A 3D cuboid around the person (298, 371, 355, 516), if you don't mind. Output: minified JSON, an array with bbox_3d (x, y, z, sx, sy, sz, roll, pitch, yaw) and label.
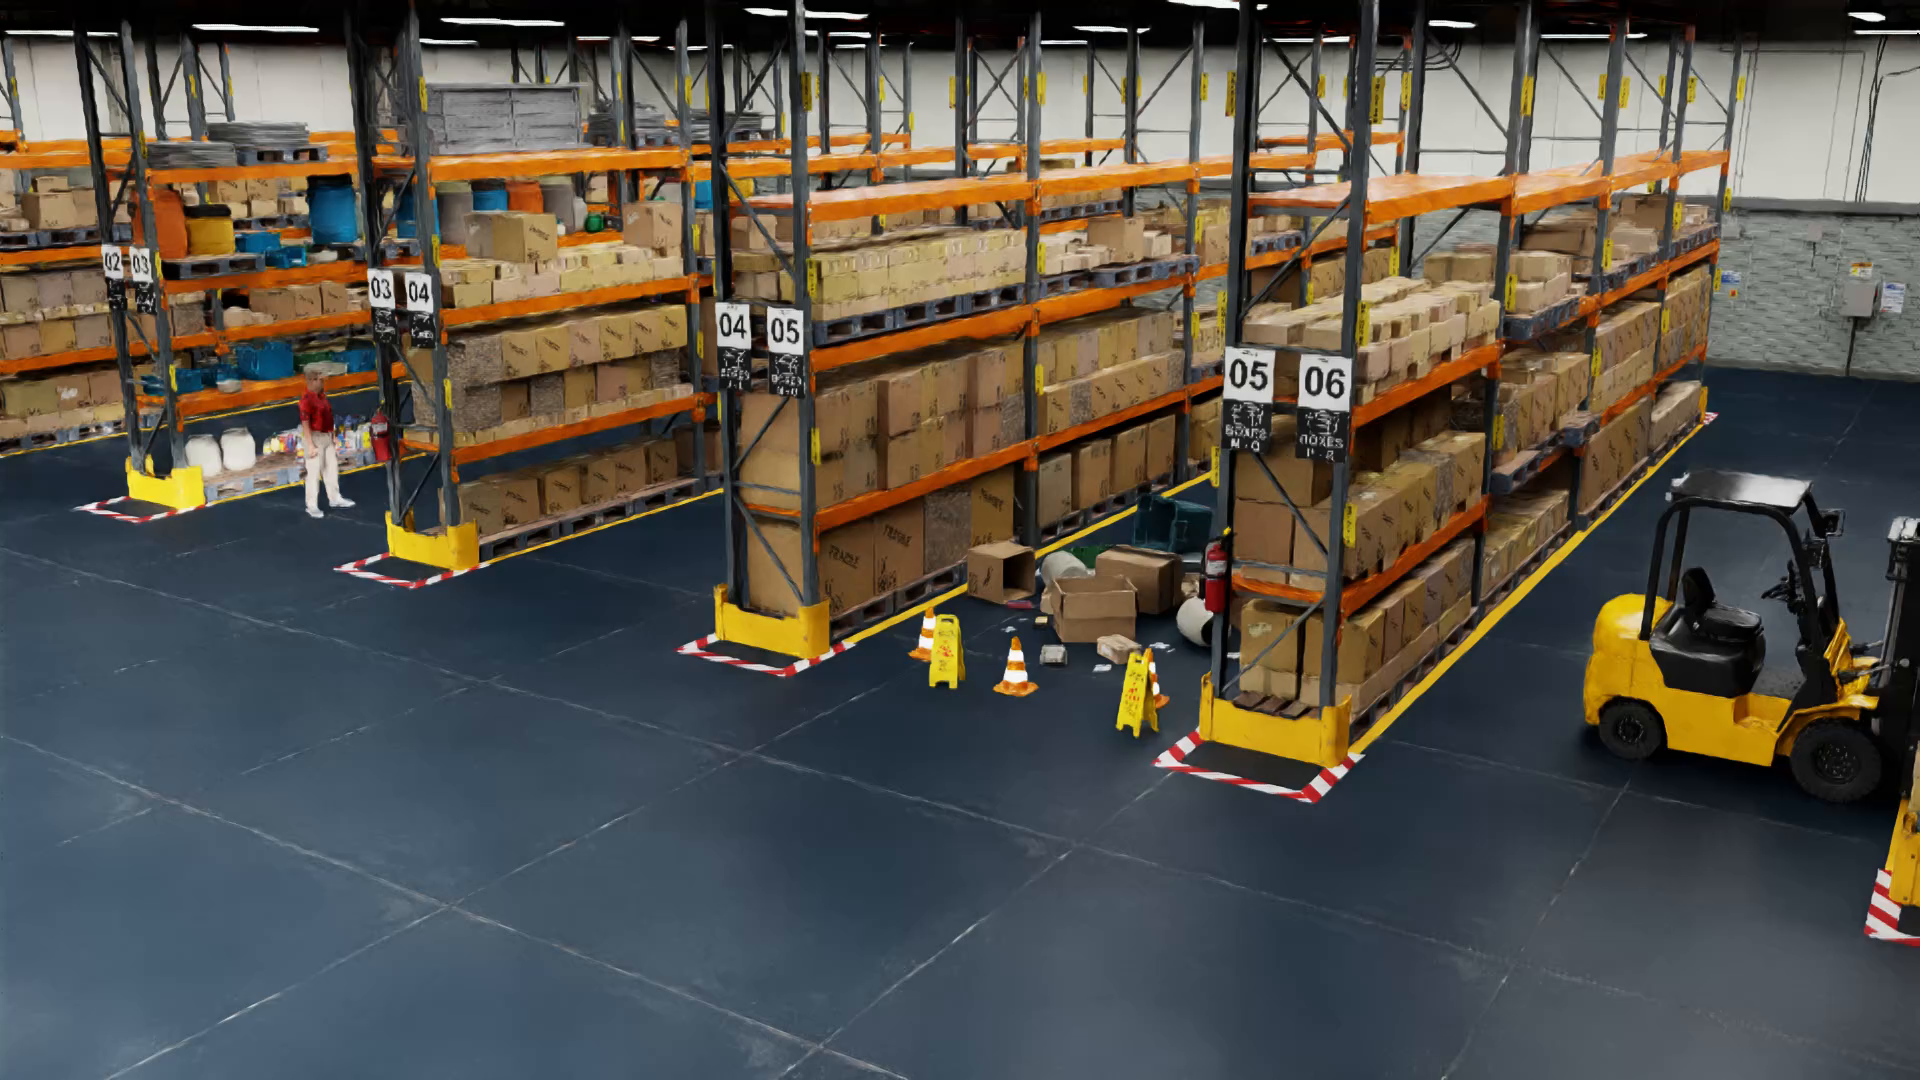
[{"bbox_3d":[-7.757,-1.199,20.251,0.476,1.738,0.627,1,16,5],"label":"person"}]
